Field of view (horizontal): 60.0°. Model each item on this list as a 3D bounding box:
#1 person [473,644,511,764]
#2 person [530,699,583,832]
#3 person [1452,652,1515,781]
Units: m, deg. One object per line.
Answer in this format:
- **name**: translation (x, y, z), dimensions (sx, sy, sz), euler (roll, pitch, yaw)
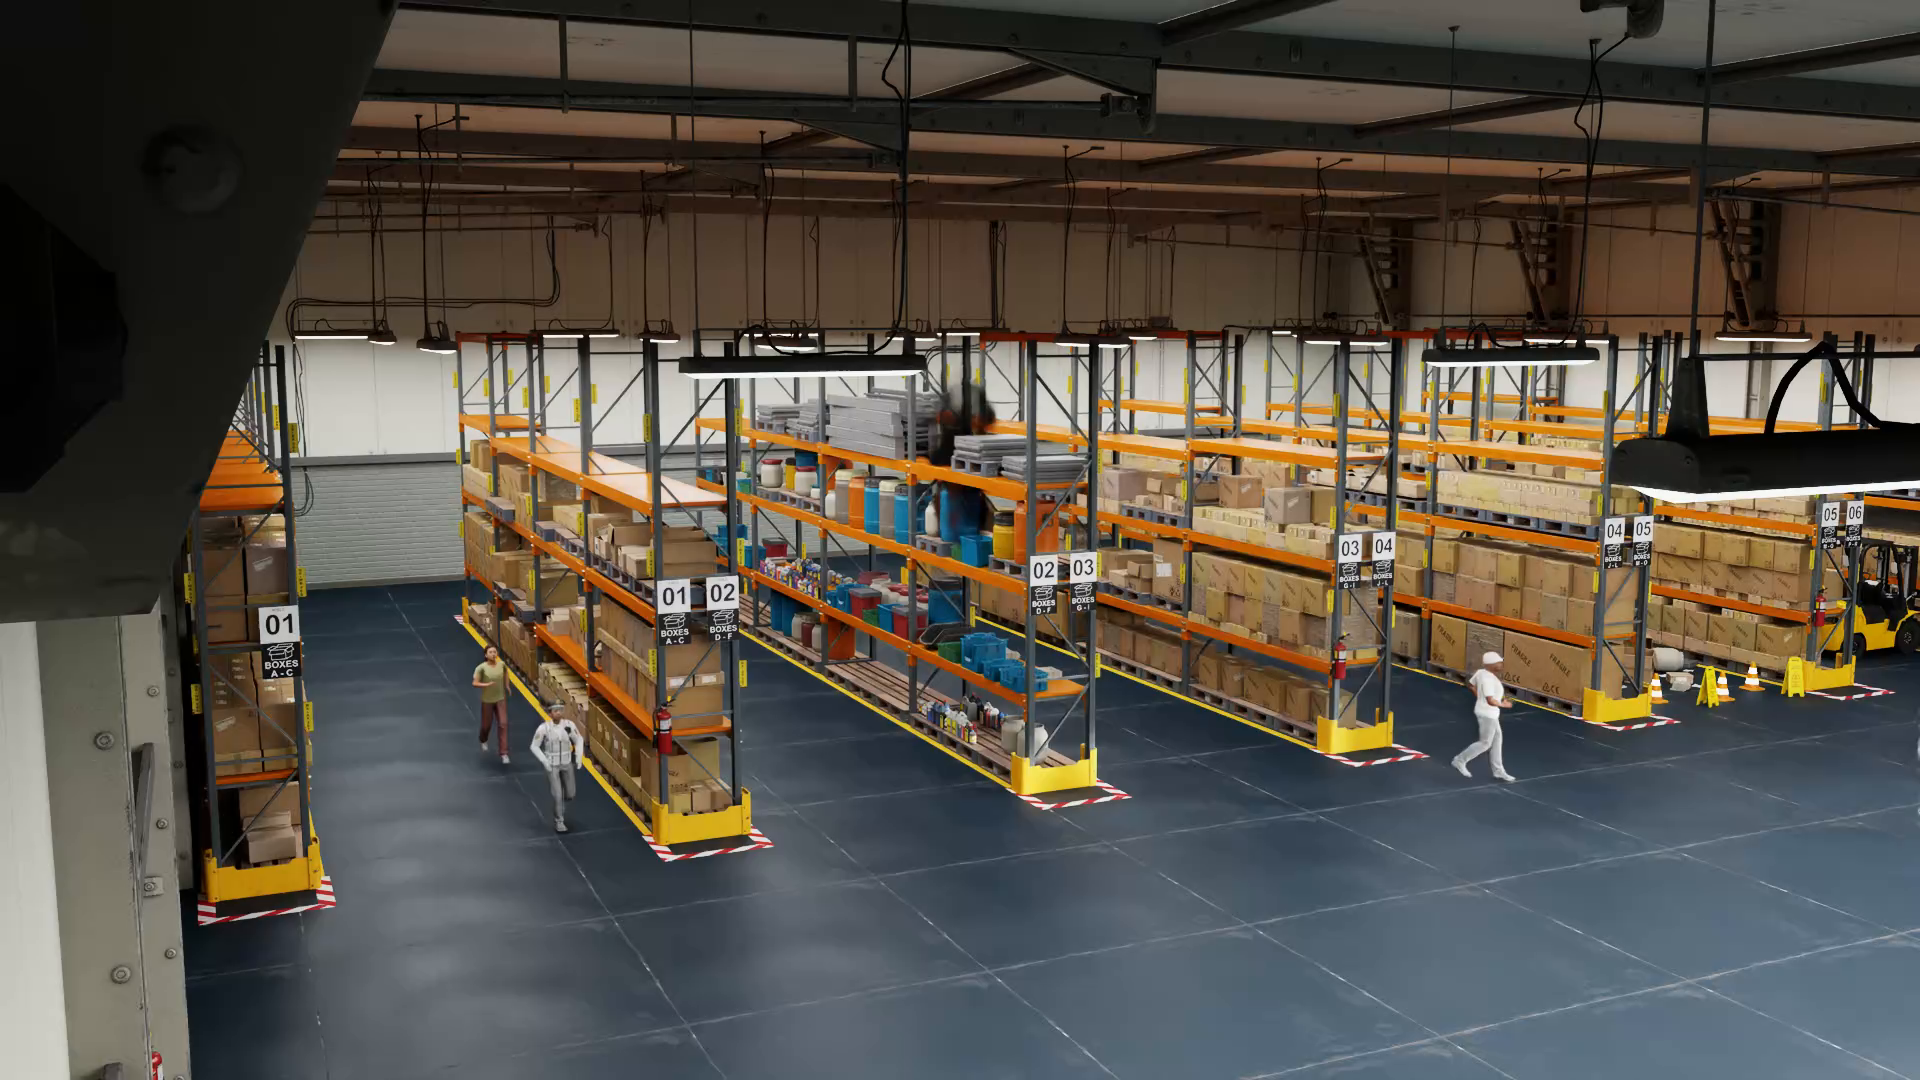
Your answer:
- **person**: translation (-6.652, 2.294, 23.701), dimensions (0.574, 1.653, 0.970), euler (-4, 9, -30)
- **person**: translation (-4.972, 2.753, 20.552), dimensions (0.667, 1.638, 0.564), euler (-4, 9, -29)
- **person**: translation (7.177, 2.405, 22.703), dimensions (0.863, 1.786, 0.725), euler (1, 8, 10)
